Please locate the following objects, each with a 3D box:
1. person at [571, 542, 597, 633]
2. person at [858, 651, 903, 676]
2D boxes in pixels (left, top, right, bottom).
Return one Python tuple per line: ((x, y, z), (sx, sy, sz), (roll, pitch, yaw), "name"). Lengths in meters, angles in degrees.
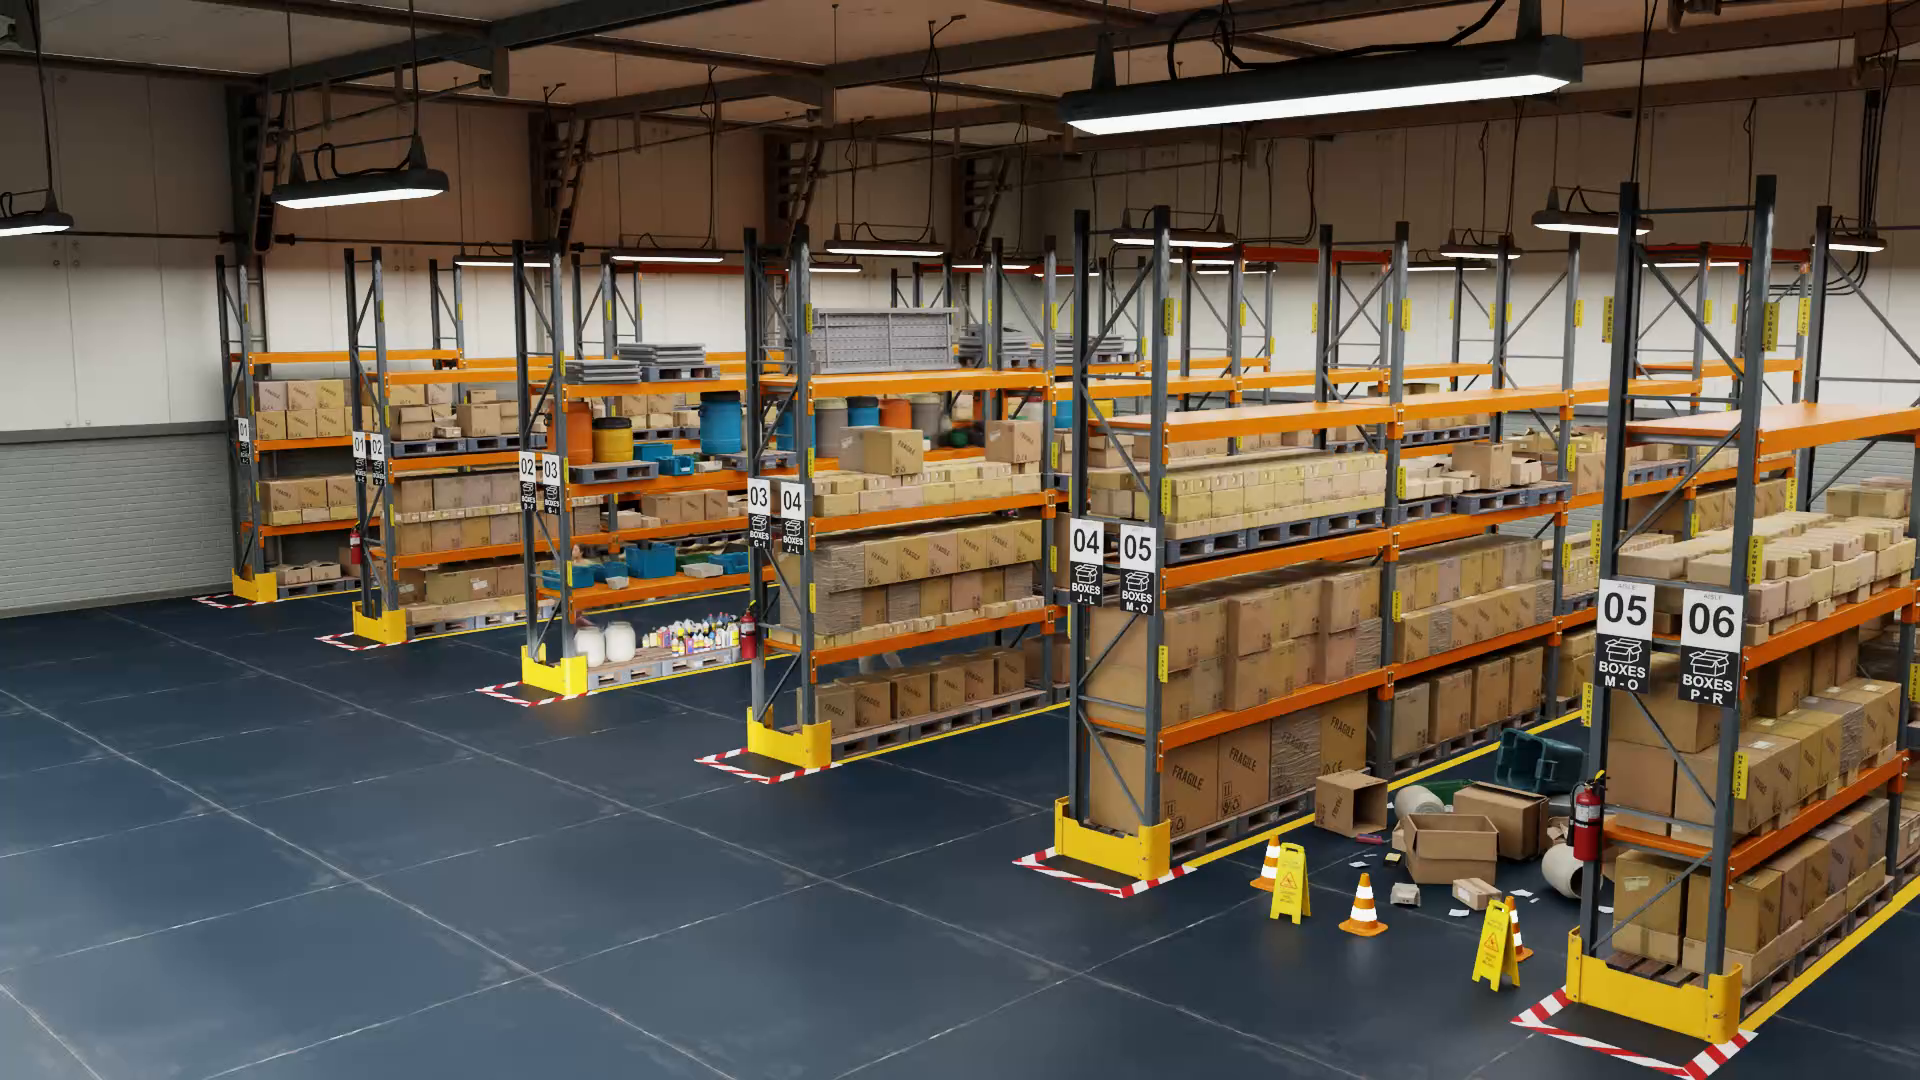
((-5.679, 0.851, 24.774), (0.626, 1.639, 0.525), (8, 11, 44), "person")
((-1.017, 1.207, 21.878), (0.688, 1.836, 0.882), (7, 11, 41), "person")
